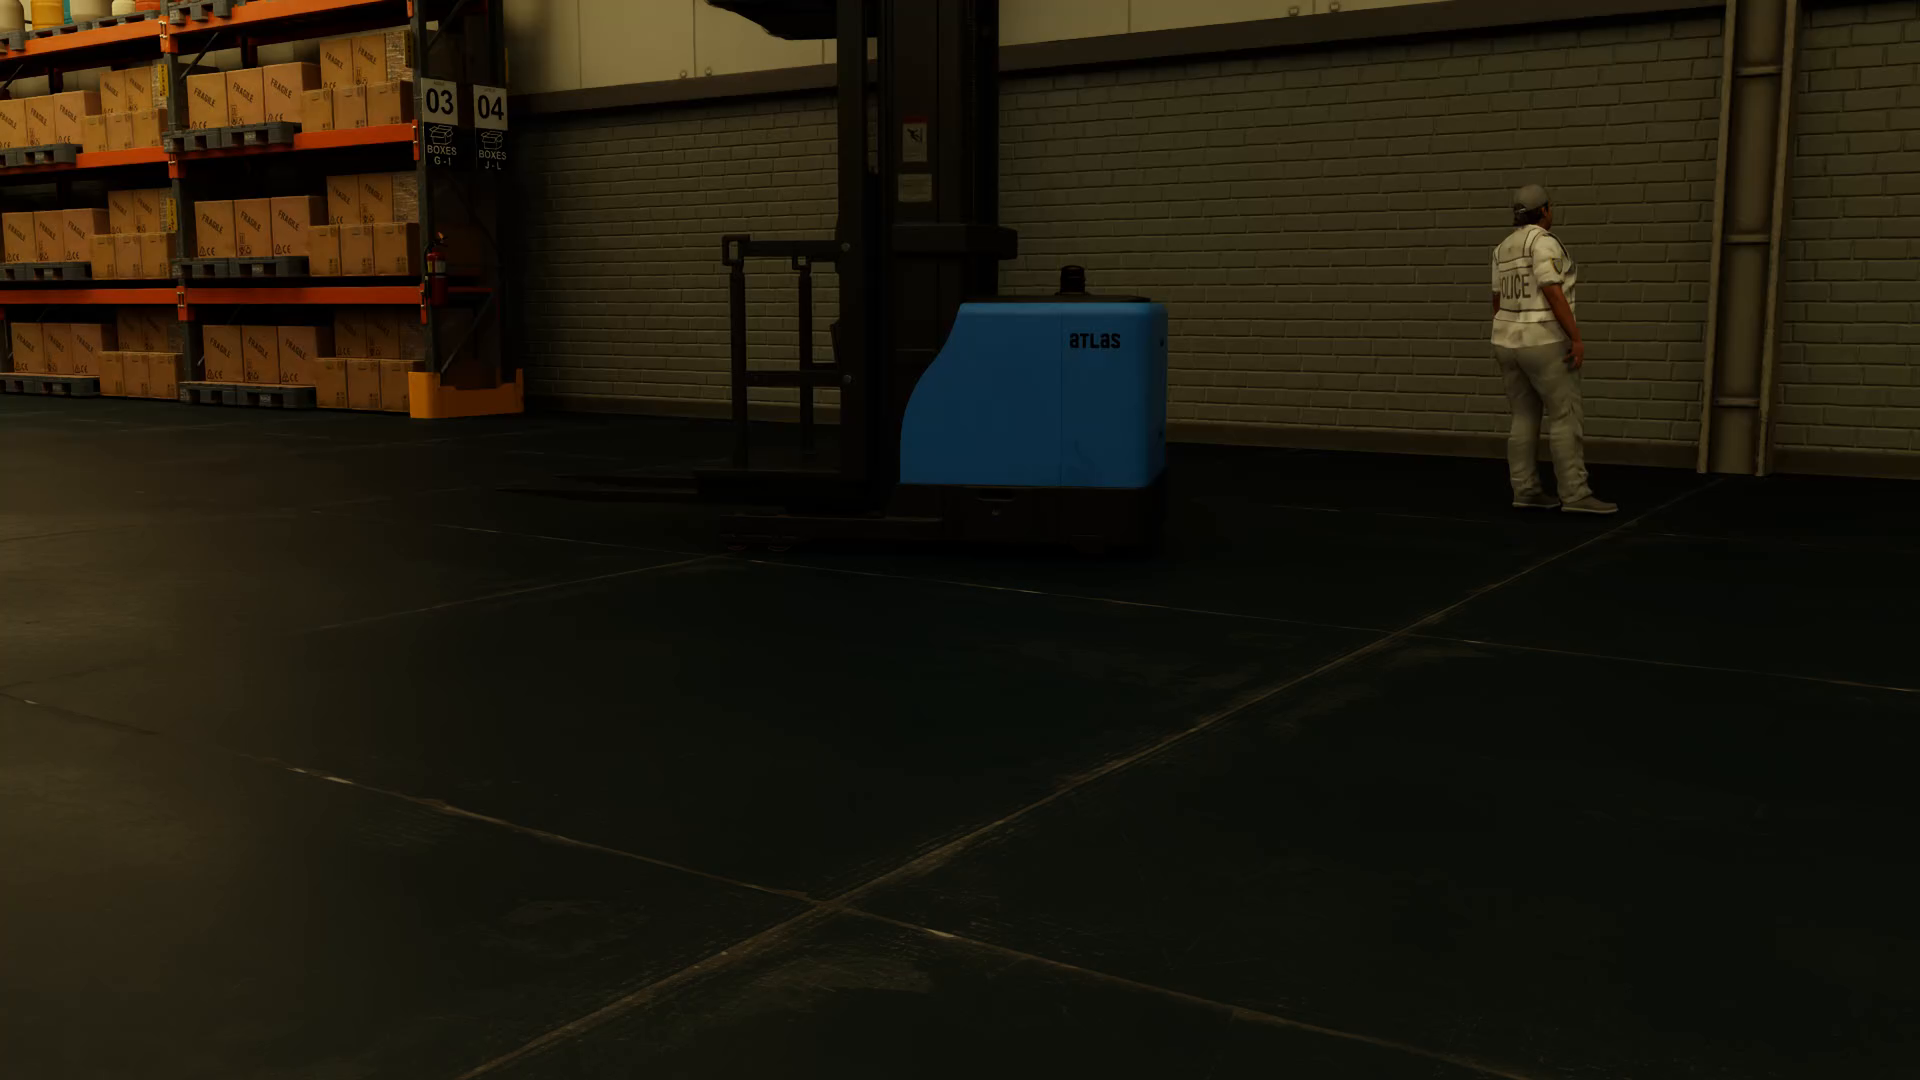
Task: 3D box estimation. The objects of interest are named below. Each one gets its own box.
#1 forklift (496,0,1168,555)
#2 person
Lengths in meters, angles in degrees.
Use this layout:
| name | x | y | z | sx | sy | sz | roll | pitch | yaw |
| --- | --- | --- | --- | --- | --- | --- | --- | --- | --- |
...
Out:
| name | x | y | z | sx | sy | sz | roll | pitch | yaw |
| --- | --- | --- | --- | --- | --- | --- | --- | --- | --- |
| forklift | -0.596 | -1.469 | 7.520 | 3.031 | 2.935 | 1.130 | 2 | 8 | 12 |
| person | 3.042 | -0.984 | 8.556 | 0.527 | 1.669 | 0.598 | -3 | 9 | -18 |
